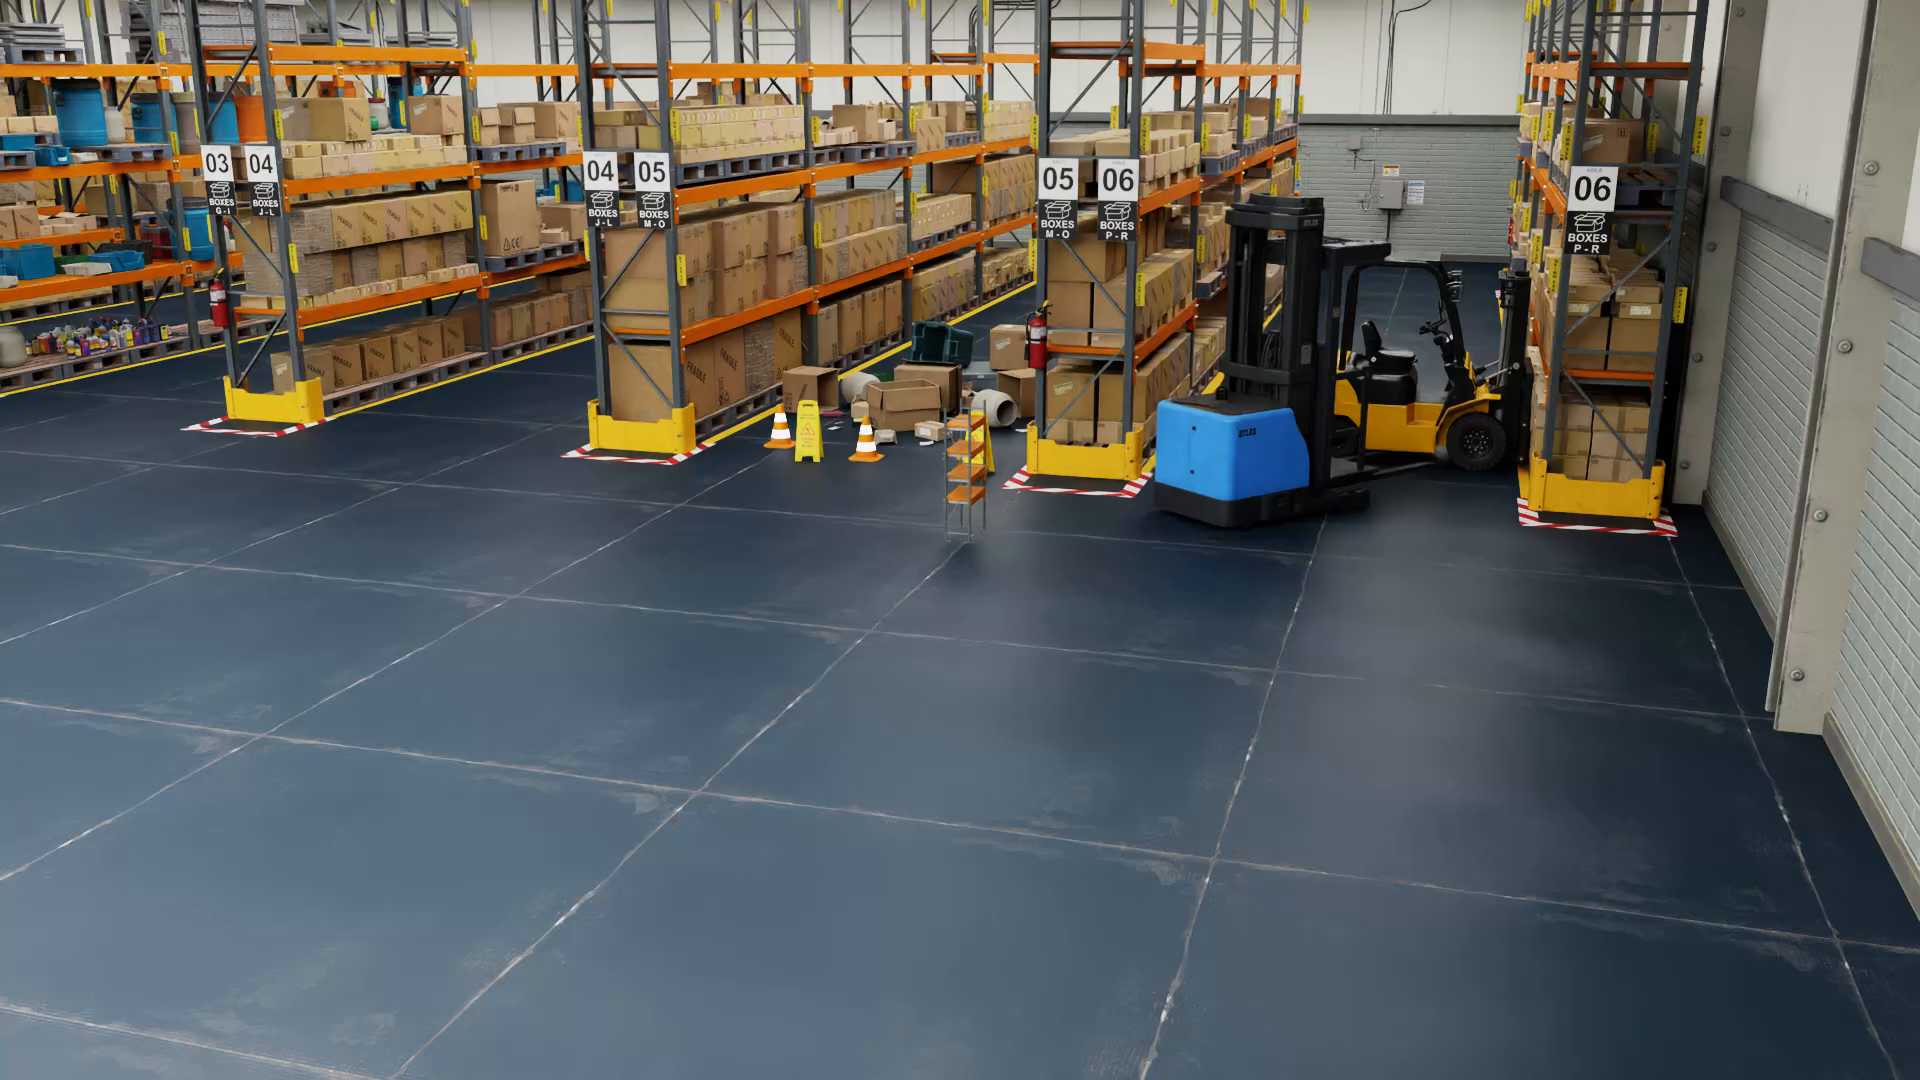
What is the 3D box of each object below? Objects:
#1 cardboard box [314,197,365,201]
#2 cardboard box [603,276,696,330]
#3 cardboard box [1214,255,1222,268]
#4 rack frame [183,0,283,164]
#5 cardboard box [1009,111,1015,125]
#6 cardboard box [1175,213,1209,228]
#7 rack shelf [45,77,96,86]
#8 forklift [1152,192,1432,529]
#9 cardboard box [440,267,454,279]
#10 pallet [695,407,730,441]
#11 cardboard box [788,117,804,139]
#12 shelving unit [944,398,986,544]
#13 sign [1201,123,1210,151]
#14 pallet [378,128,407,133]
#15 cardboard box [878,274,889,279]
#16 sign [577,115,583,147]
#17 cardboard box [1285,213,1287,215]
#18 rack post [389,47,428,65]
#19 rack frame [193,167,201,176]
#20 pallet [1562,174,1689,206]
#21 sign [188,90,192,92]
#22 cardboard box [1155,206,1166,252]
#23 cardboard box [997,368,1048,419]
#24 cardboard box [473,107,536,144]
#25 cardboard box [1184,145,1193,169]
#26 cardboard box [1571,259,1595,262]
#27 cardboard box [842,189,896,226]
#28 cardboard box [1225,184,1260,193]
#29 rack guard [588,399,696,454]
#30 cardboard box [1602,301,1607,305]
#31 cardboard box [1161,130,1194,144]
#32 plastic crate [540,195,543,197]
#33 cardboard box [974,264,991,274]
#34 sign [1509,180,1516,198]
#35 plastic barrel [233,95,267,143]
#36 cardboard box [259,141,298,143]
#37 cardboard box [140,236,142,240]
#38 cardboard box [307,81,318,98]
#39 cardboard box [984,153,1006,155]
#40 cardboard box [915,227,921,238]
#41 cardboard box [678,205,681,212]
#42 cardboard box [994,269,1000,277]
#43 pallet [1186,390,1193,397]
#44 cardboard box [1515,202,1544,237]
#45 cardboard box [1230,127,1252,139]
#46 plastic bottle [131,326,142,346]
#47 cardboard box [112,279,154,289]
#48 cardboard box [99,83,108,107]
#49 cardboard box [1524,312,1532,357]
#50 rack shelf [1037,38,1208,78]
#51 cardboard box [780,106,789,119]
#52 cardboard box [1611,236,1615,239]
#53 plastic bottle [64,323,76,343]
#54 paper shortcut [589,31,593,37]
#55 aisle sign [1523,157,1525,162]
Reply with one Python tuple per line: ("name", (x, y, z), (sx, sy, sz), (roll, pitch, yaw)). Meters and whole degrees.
("cardboard box", (-7.884, -4.112, 21.268), (0.500, 0.500, 0.500), (5, 16, 16))
("cardboard box", (-3.446, -2.646, 18.387), (0.875, 0.550, 0.550), (5, 16, 16))
("cardboard box", (3.260, -3.703, 22.077), (0.380, 0.149, 0.250), (5, 17, 18))
("rack frame", (-8.235, -5.771, 18.683), (1.000, 3.000, 0.127), (5, 16, 16))
("cardboard box", (0.705, -7.732, 30.453), (0.500, 0.250, 0.500), (4, 16, 13))
("cardboard box", (2.876, -3.963, 20.619), (0.380, 0.149, 0.250), (5, 16, 16))
("rack shelf", (-16.026, -7.571, 27.082), (1.077, 0.370, 4.000), (5, 16, 16))
("forklift", (3.318, -1.801, 15.807), (3.031, 2.935, 1.130), (-11, 19, -34))
("cardboard box", (-7.086, -3.606, 22.505), (0.380, 0.149, 0.250), (5, 16, 16))
("pallet", (-3.356, -1.347, 19.192), (1.003, 0.211, 1.213), (5, 16, 16))
("cardboard box", (-2.265, -5.135, 20.718), (0.500, 0.250, 0.500), (4, 16, 15))
("shelving unit", (0.047, -0.621, 14.818), (0.258, 1.200, 0.503), (5, 16, 16))
("sign", (2.926, -4.814, 19.861), (0.100, 0.325, 0.005), (5, 16, 16))
("pallet", (-10.022, -7.251, 29.745), (1.003, 0.211, 1.213), (5, 16, 16))
("cardboard box", (-1.292, -4.126, 26.316), (0.500, 0.250, 0.500), (4, 16, 15))
("sign", (-4.024, -4.350, 17.695), (0.100, 0.325, 0.005), (5, 16, 16))
("cardboard box", (5.636, -5.938, 30.084), (0.500, 0.500, 0.500), (5, 17, 17))
("rack post", (-10.026, -8.514, 29.273), (0.937, 0.300, 0.954), (7, 17, 22))
("rack frame", (-17.935, -8.223, 38.323), (1.000, 3.000, 0.127), (5, 16, 16))
("pallet", (6.253, -3.316, 15.687), (1.003, 0.211, 1.213), (5, 16, 16))
("sign", (-17.419, -10.008, 37.642), (0.100, 0.325, 0.005), (5, 16, 16))
("cardboard box", (2.070, -3.736, 19.945), (0.700, 0.500, 0.500), (4, 16, 15))
("cardboard box", (0.794, -1.786, 20.207), (0.500, 0.500, 0.500), (-10, 19, -32))
("cardboard box", (-6.603, -5.988, 23.987), (0.797, 0.503, 0.637), (5, 17, 18))
("cardboard box", (2.393, -4.408, 19.106), (0.500, 0.250, 0.500), (4, 16, 15))
("cardboard box", (6.498, -2.878, 17.563), (0.380, 0.149, 0.250), (5, 16, 16))
("cardboard box", (-1.372, -4.979, 24.870), (0.700, 0.500, 0.500), (5, 16, 16))
("cardboard box", (4.355, -5.245, 25.807), (0.500, 0.500, 0.500), (5, 17, 17))
("rack guard", (-3.515, -1.265, 18.372), (1.175, 0.500, 0.348), (5, 16, 16))
("cardboard box", (6.699, -2.158, 16.758), (0.500, 0.500, 0.500), (4, 16, 15))
("cardboard box", (2.522, -4.695, 19.385), (0.380, 0.149, 0.250), (4, 16, 14))
("plastic crate", (-8.993, -7.240, 35.231), (0.250, 0.136, 0.298), (5, 16, 16))
("cardboard box", (0.334, -4.871, 29.871), (0.380, 0.149, 0.250), (5, 17, 19))
("sign", (10.053, -6.377, 30.227), (0.100, 0.325, 0.005), (5, 16, 16))
("plastic barrel", (-11.337, -6.642, 26.466), (0.600, 0.830, 0.708), (5, 16, 16))
("cardboard box", (-8.247, -4.751, 20.129), (0.380, 0.149, 0.250), (5, 17, 16))
("cardboard box", (-18.323, -6.769, 37.008), (0.700, 0.500, 0.500), (4, 16, 14))
("cardboard box", (-13.809, -9.289, 34.570), (0.700, 0.500, 0.500), (5, 16, 16))
("cardboard box", (0.657, -7.235, 32.279), (0.500, 0.500, 0.500), (5, 16, 16))
("cardboard box", (-0.837, -4.819, 26.014), (0.380, 0.149, 0.250), (5, 17, 19))
("cardboard box", (-5.132, -5.532, 28.652), (0.500, 0.500, 0.500), (5, 16, 16))
("cardboard box", (0.513, -4.937, 30.647), (0.380, 0.149, 0.250), (5, 17, 18))
("pallet", (2.246, -1.643, 20.234), (1.003, 0.211, 1.213), (5, 16, 16))
("cardboard box", (9.085, -5.012, 26.052), (0.700, 0.500, 0.500), (5, 17, 17))
("cardboard box", (4.283, -6.282, 25.641), (0.380, 0.166, 0.250), (6, 17, 21))
("plastic bottle", (-11.814, -2.933, 23.845), (0.061, 0.283, 0.133), (6, 17, 20))
("cardboard box", (-15.055, -4.853, 30.216), (0.500, 0.500, 0.500), (5, 17, 18))
("cardboard box", (-15.328, -7.833, 29.434), (0.500, 0.500, 0.500), (5, 16, 16))
("cardboard box", (8.110, -2.723, 22.513), (0.875, 0.625, 0.625), (5, 17, 18))
("rack shelf", (1.835, -5.178, 17.917), (1.077, 0.370, 4.000), (5, 16, 16))
("cardboard box", (-2.313, -5.224, 20.298), (0.380, 0.149, 0.250), (5, 16, 16))
("cardboard box", (8.300, -3.875, 21.621), (0.380, 0.149, 0.250), (4, 16, 15))
("plastic bottle", (-12.648, -2.913, 23.650), (0.144, 0.351, 0.185), (4, 16, 15))
("paper shortcut", (-6.090, -8.317, 27.405), (0.009, 0.170, 0.078), (15, -12, 13))
("aisle sign", (10.311, -7.209, 29.986), (0.394, 0.787, 0.004), (5, 16, 16))
